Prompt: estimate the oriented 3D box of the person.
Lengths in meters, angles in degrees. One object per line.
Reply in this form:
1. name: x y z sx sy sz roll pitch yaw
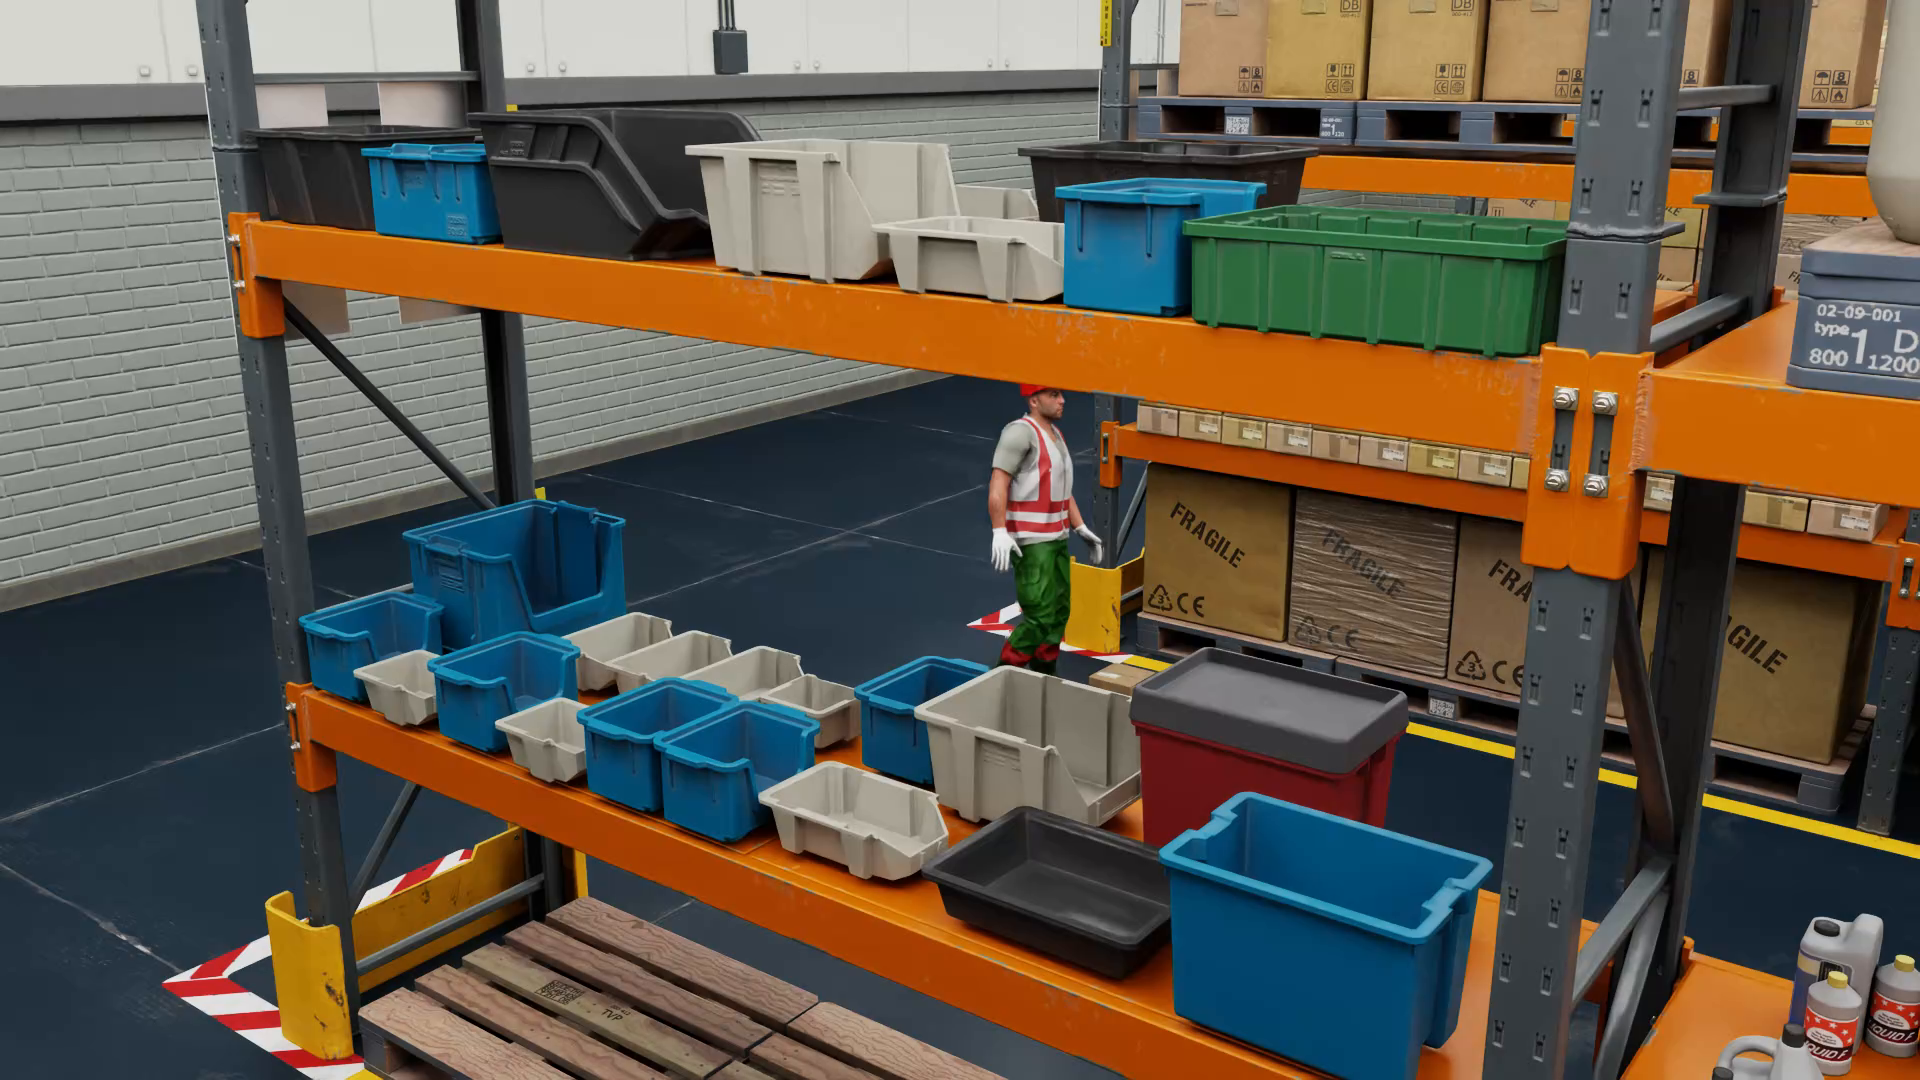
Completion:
1. person: 0.440 0.042 8.404 0.492 1.815 0.707 6 17 20
